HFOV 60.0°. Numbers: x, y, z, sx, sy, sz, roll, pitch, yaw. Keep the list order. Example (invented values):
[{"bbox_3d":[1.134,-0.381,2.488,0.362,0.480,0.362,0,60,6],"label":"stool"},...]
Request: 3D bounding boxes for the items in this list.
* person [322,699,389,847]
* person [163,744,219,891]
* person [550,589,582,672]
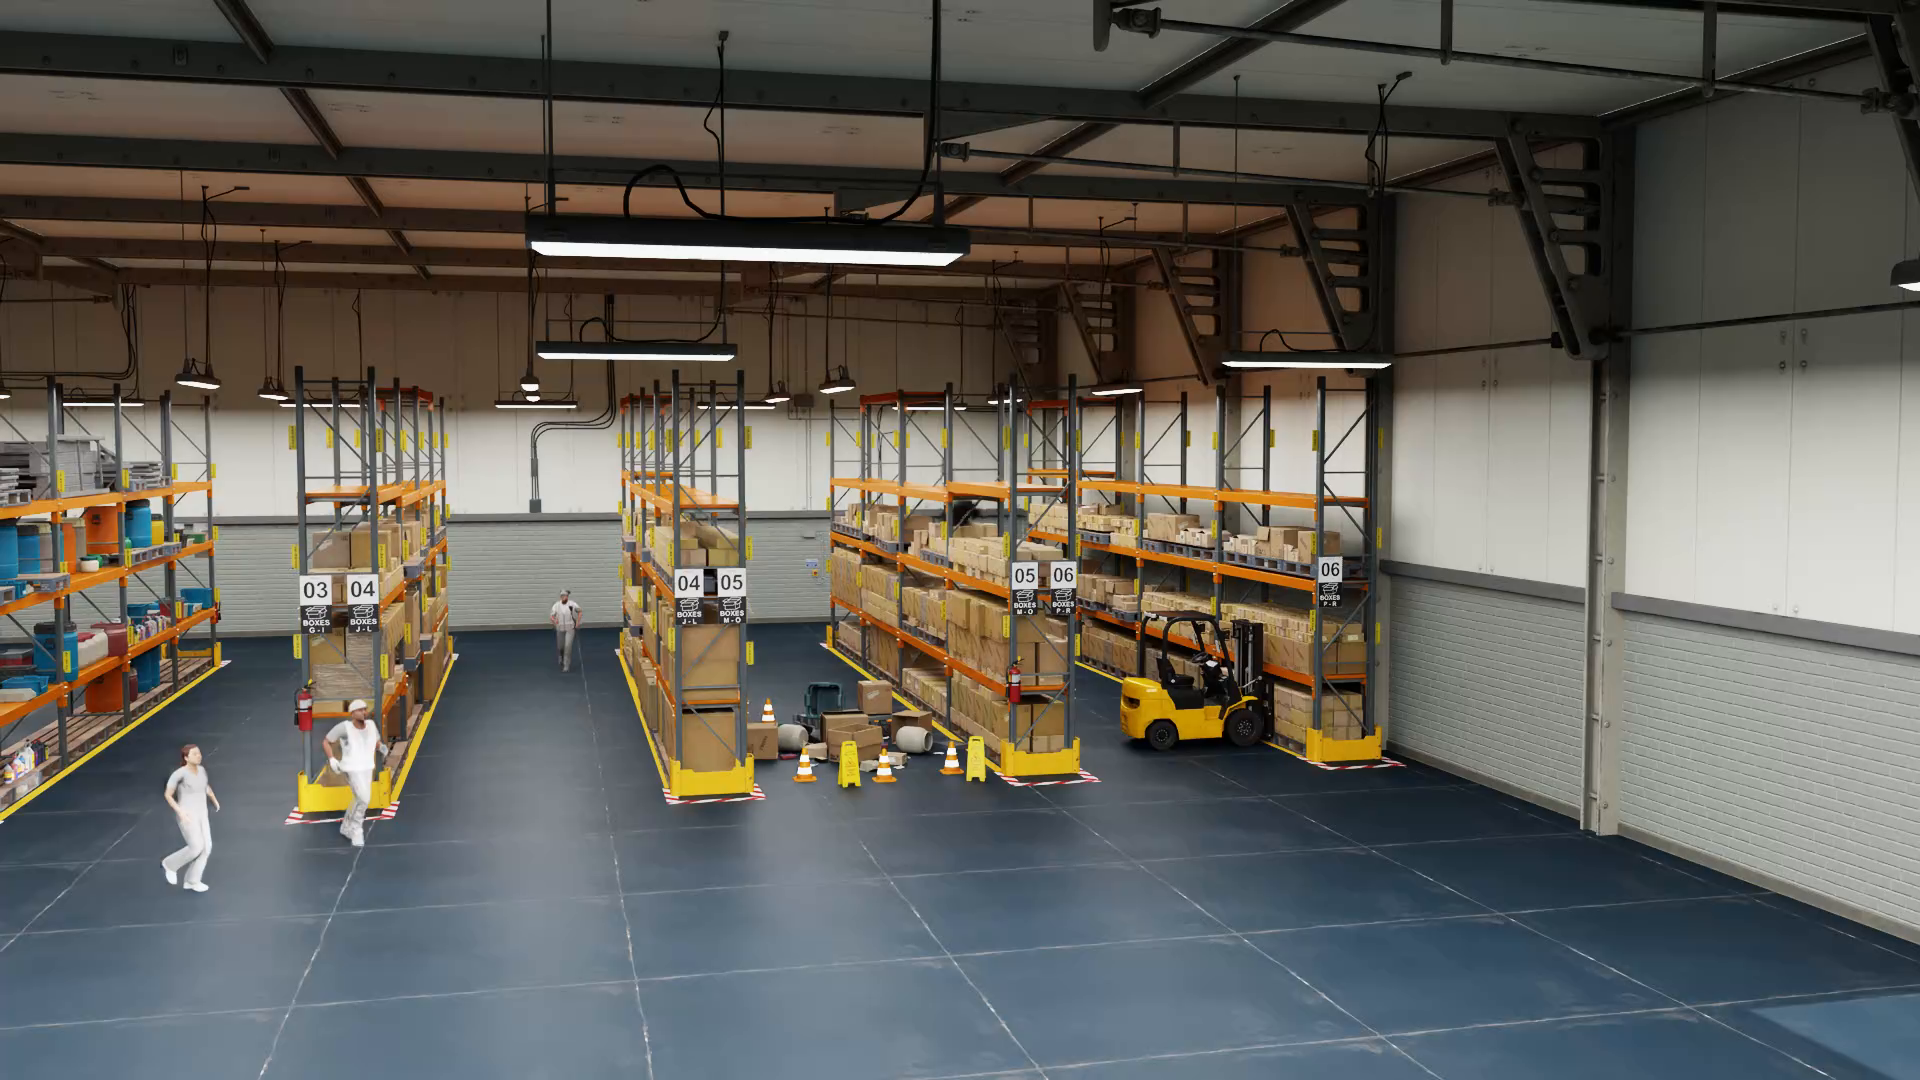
[{"bbox_3d":[-7.469,2.891,20.704,0.750,1.824,0.666,2,4,28],"label":"person"},{"bbox_3d":[-8.596,3.082,18.560,0.563,1.641,0.581,1,4,18],"label":"person"},{"bbox_3d":[-8.623,1.955,36.408,0.672,1.793,0.925,0,3,-5],"label":"person"}]
